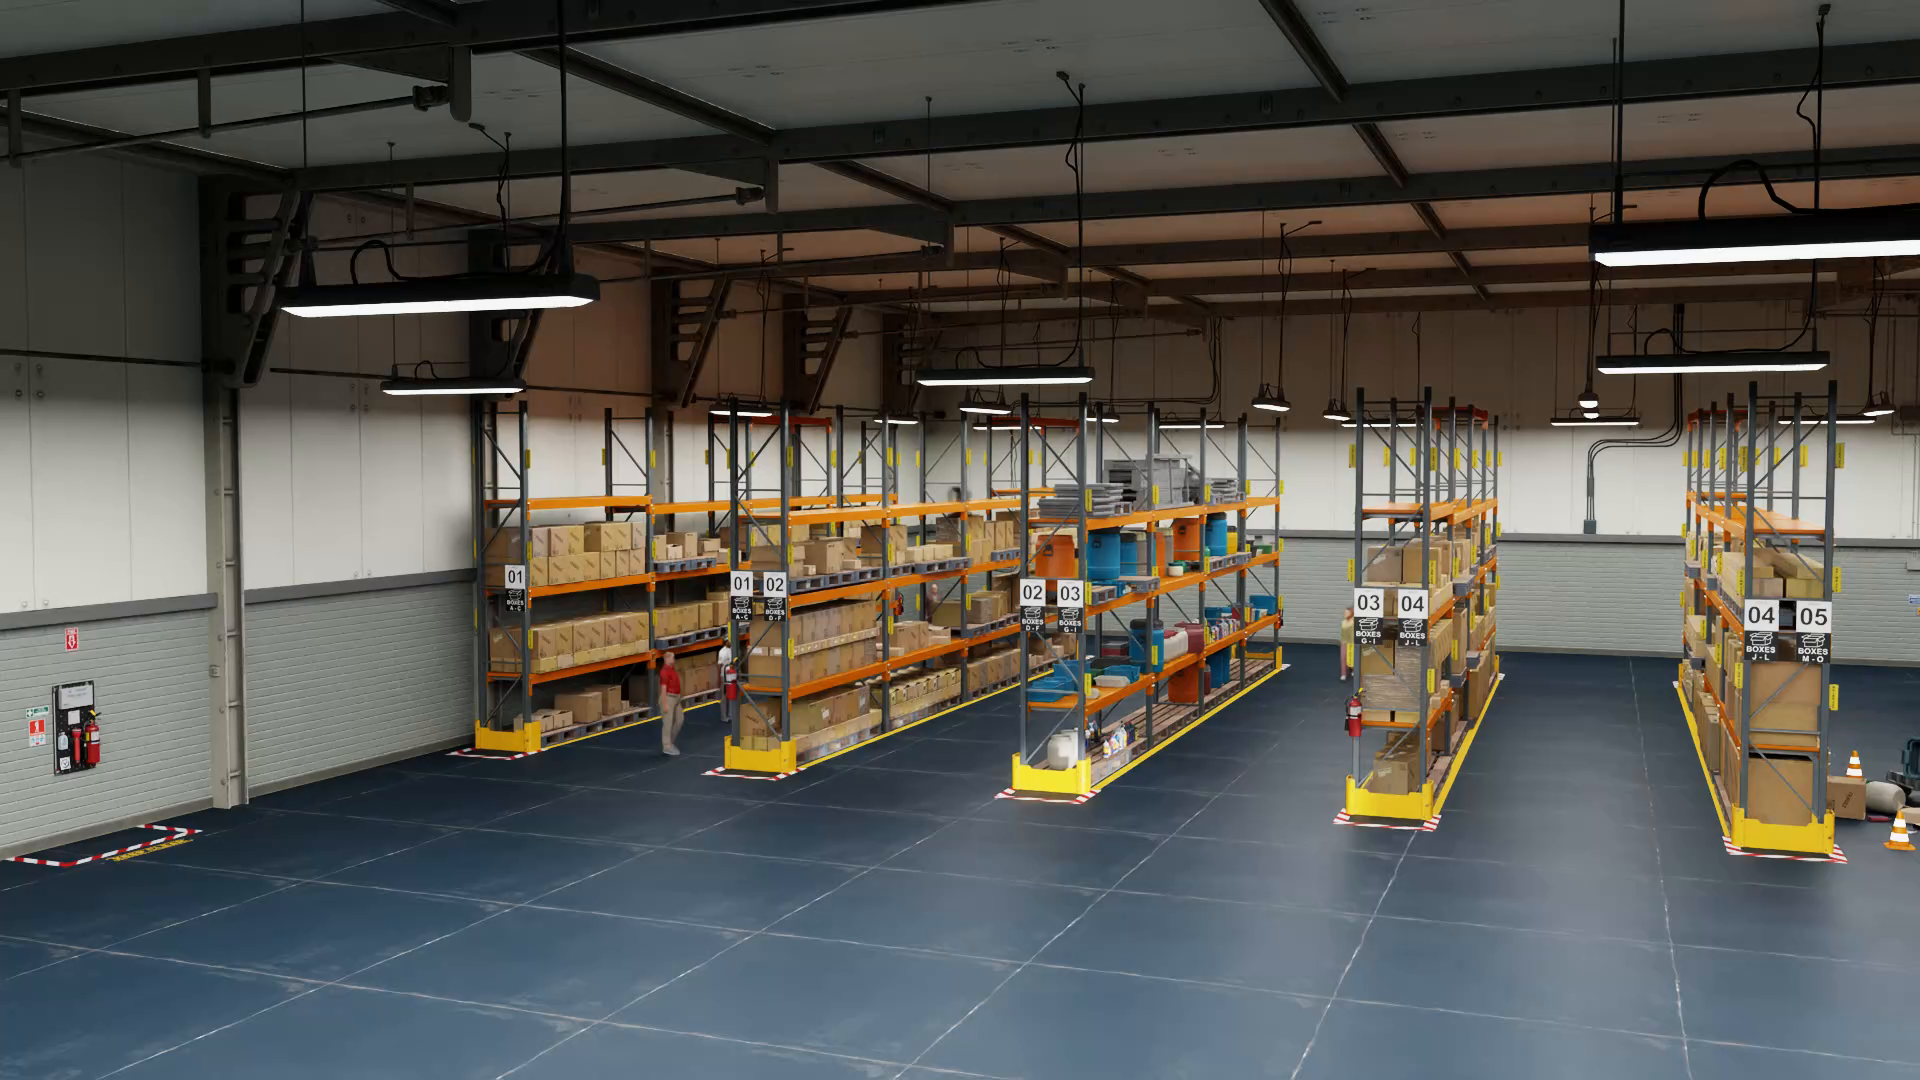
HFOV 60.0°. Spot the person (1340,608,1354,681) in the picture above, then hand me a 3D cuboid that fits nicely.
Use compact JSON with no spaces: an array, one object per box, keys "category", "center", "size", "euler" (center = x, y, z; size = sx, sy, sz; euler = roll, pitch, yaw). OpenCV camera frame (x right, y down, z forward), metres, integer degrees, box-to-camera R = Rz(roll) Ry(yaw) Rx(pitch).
[{"category":"person","center":[8.823,2.353,37.677],"size":[0.420,1.622,1.012],"euler":[1,3,19]}]

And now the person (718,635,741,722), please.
[{"category":"person","center":[-4.393,2.620,31.714],"size":[0.346,1.693,0.562],"euler":[2,3,34]}]

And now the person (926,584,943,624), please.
[{"category":"person","center":[-0.652,2.017,43.285],"size":[0.660,1.712,1.125],"euler":[0,3,-4]}]

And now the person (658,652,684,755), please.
[{"category":"person","center":[-4.924,2.787,28.311],"size":[0.401,1.774,0.595],"euler":[0,3,8]}]
